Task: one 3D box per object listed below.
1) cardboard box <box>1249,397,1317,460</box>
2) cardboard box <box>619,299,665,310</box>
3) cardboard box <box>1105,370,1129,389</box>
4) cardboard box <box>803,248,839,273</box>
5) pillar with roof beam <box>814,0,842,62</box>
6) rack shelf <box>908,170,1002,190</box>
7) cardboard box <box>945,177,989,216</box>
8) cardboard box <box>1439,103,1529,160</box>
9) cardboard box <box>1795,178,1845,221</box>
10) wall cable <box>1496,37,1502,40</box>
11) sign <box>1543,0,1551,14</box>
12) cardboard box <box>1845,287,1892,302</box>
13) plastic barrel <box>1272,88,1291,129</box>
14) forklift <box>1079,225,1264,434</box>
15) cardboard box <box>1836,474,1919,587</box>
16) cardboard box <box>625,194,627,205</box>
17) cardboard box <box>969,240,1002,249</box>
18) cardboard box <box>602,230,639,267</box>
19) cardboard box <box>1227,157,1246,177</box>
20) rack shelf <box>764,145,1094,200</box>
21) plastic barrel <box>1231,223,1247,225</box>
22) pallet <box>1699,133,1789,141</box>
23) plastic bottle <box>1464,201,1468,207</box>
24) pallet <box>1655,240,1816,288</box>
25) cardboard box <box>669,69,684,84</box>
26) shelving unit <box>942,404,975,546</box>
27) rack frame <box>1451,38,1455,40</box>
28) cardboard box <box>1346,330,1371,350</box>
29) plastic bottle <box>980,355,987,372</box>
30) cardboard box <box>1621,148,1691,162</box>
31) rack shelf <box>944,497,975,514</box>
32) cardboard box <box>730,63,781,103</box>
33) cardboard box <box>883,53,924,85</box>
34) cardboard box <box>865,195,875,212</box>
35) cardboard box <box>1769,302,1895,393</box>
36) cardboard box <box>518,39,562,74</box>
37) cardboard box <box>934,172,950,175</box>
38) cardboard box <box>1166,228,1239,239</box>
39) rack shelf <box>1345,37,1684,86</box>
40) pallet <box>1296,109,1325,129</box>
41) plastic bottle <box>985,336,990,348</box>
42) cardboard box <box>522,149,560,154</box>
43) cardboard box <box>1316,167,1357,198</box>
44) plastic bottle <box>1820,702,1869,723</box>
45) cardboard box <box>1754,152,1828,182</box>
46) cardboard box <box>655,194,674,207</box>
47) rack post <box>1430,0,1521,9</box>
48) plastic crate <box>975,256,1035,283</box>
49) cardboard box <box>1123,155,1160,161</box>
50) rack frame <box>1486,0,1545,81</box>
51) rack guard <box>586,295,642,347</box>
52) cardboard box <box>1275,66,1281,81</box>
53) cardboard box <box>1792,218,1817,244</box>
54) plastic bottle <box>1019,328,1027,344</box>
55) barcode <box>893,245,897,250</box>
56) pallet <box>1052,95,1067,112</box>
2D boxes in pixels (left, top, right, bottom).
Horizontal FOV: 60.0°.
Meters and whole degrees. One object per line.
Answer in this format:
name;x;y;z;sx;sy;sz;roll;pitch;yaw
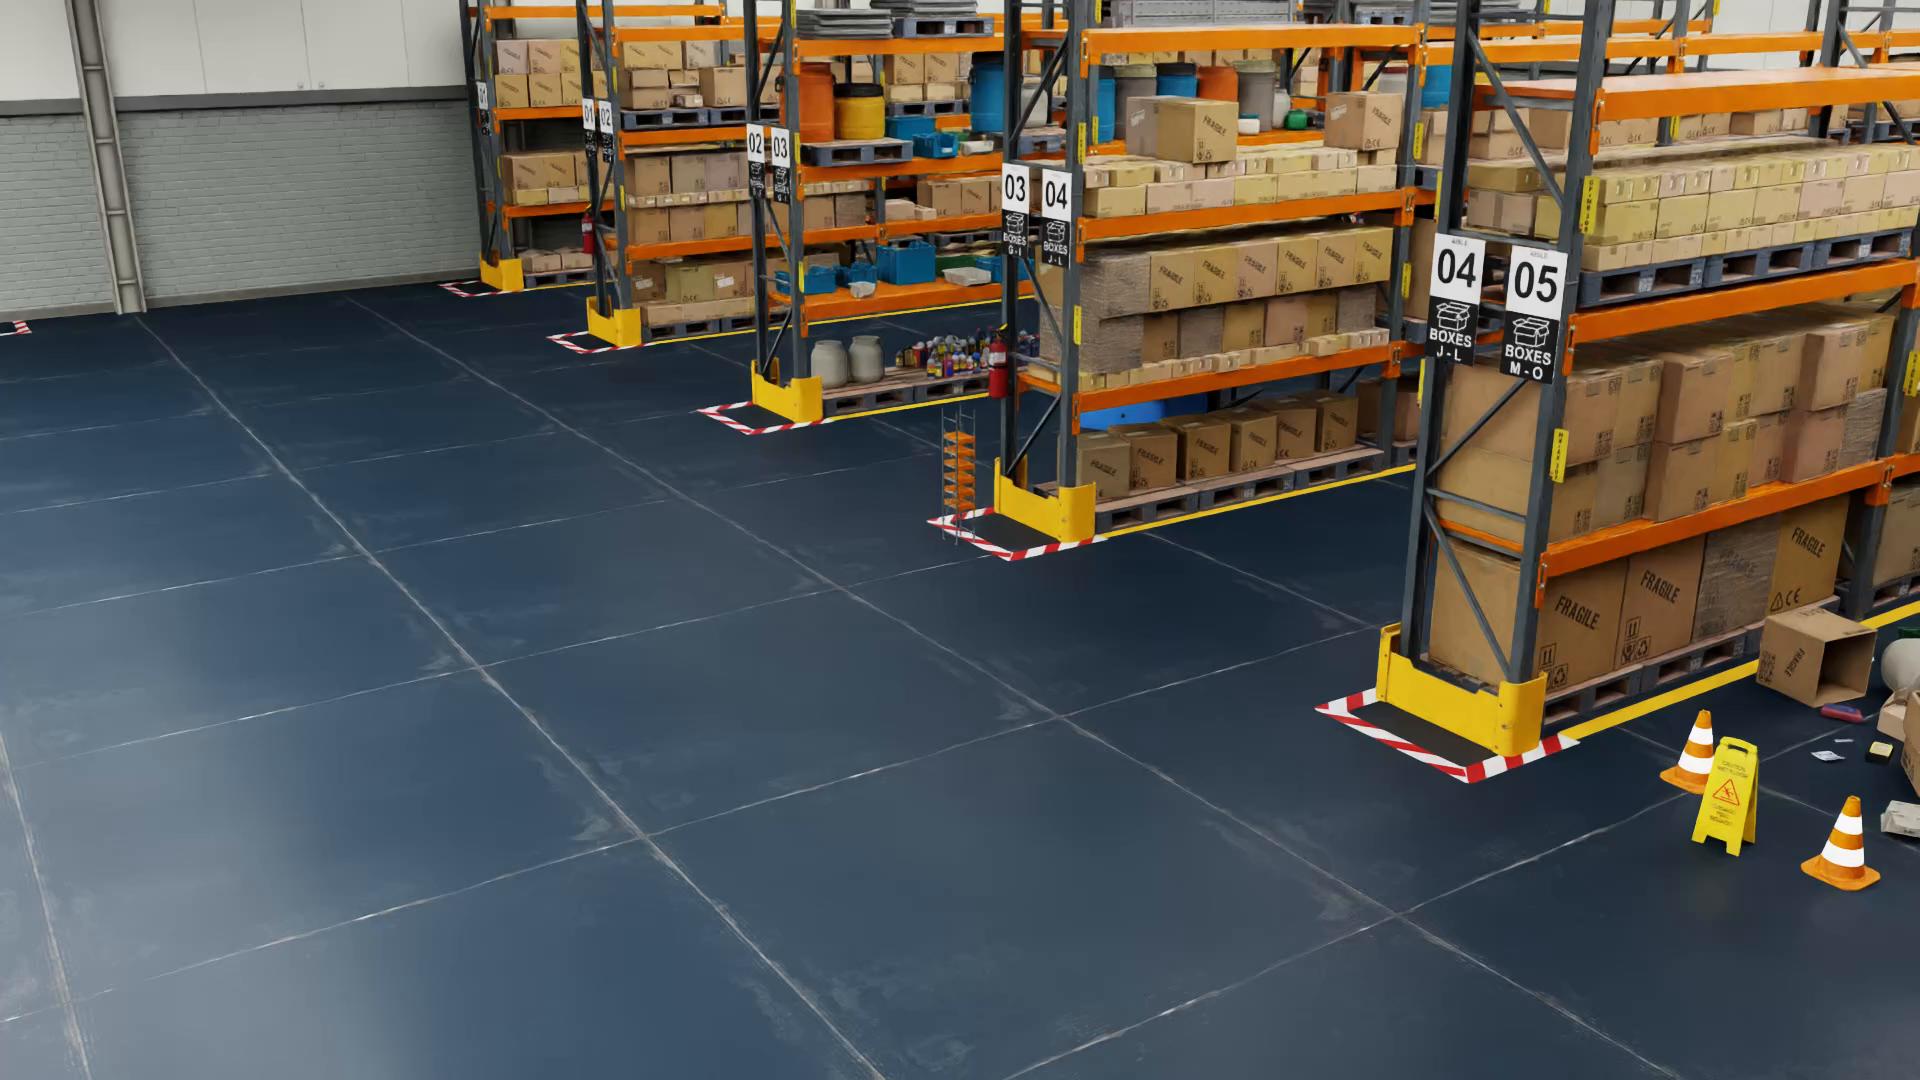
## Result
cardboard box;3.207;-1.116;16.611;0.500;0.500;0.500;-5;19;-14
cardboard box;-4.463;-3.280;23.401;0.500;0.250;0.500;-12;22;-31
cardboard box;1.285;-1.466;14.790;0.250;0.149;0.380;-12;22;-31
cardboard box;-2.099;-3.941;24.186;0.500;0.500;0.500;-12;22;-31
pillar with roof beam;0.011;-8.637;26.240;0.400;9.000;9.100;-12;22;-31
rack shelf;0.875;-6.955;31.757;4.000;0.370;1.077;-12;22;-31
cardboard box;0.101;-5.274;25.505;0.500;0.500;0.500;-12;22;-31
cardboard box;5.271;-4.156;16.853;0.637;0.503;0.797;-11;22;-29
cardboard box;5.569;-2.325;11.213;0.500;0.250;0.500;-12;22;-32
wall cable;10.807;-10.624;36.969;0.112;2.526;3.097;-12;22;-31
sign;8.295;-7.594;23.482;0.005;0.325;0.100;-12;22;-31
cardboard box;11.314;-2.961;21.481;0.875;0.875;0.875;-12;22;-31
plastic barrel;4.226;-5.795;22.344;0.421;0.512;0.421;0;19;0
forklift;2.429;-2.595;17.845;1.130;2.935;3.031;12;22;31
cardboard box;7.150;-0.186;13.470;0.750;0.750;1.050;-12;22;-32
cardboard box;-4.534;-4.683;22.745;0.250;0.149;0.380;-12;22;-32
cardboard box;0.472;-4.584;26.381;0.500;0.311;0.500;-13;22;-33
cardboard box;-5.733;-4.873;27.691;0.500;0.500;0.700;-14;23;-35
cardboard box;2.341;-3.362;14.933;0.250;0.149;0.380;-12;22;-32
rack shelf;-0.357;-4.317;19.271;4.000;0.370;1.077;-12;22;-31
plastic barrel;3.560;-4.034;21.820;0.421;0.512;0.421;0;19;0
pallet;8.819;-4.626;19.355;1.213;0.211;1.003;-11;21;-29
plastic bottle;7.327;-4.764;24.230;0.185;0.351;0.144;-12;22;-31
pallet;4.974;-1.944;11.266;1.213;0.211;1.003;-12;22;-31
cardboard box;-4.851;-7.476;27.304;0.500;0.500;0.500;-14;23;-36
shelving unit;-0.012;-0.566;14.545;0.189;1.200;0.258;-12;22;-31
rack frame;8.614;-9.870;29.890;0.127;3.000;1.000;-12;22;-31
cardboard box;3.805;-1.987;16.332;0.250;0.149;0.380;-12;22;-31
plastic bottle;0.282;-2.135;20.059;0.097;0.201;0.097;0;19;0
cardboard box;4.708;-2.560;11.286;0.250;0.149;0.380;-12;22;-31
rack shelf;-0.012;-0.296;14.636;0.180;0.103;0.258;-12;22;-31
cardboard box;-2.853;-6.394;23.254;0.637;0.503;0.797;-9;21;-25
cardboard box;-0.871;-6.917;24.245;0.500;0.500;0.500;-12;22;-31
cardboard box;-1.878;-6.099;30.146;0.500;0.250;0.500;-11;22;-30
cardboard box;6.354;-1.447;12.420;0.550;0.550;0.875;-12;22;-31
cardboard box;-6.574;-7.564;26.002;0.500;0.500;0.500;-12;22;-32
cardboard box;-0.393;-6.830;30.625;0.250;0.149;0.380;-12;22;-32
cardboard box;2.275;-2.648;15.711;0.500;0.500;0.500;-12;22;-31
rack shelf;5.707;-4.928;17.020;4.000;0.370;1.077;-12;22;-31
pallet;5.346;-5.734;22.633;1.213;0.211;1.003;-12;22;-31
plastic bottle;0.356;-2.416;20.781;0.097;0.271;0.097;0;19;0
cardboard box;-6.774;-6.054;27.001;0.500;0.500;0.500;-12;22;-31
cardboard box;3.358;-3.375;15.595;0.500;0.250;0.500;-11;22;-30
plastic bottle;5.960;1.170;11.189;0.283;0.061;0.133;13;23;34
cardboard box;5.496;-2.474;11.031;0.250;0.149;0.380;-12;22;-32
cardboard box;-4.084;-4.624;22.569;0.250;0.149;0.380;-13;22;-33
rack post;7.274;-7.664;23.483;0.954;0.300;0.937;-12;22;-32
plastic crate;0.538;-3.251;19.910;0.616;0.251;0.499;-12;22;-31
cardboard box;1.678;-3.384;14.998;0.250;0.149;0.380;-12;22;-31
rack frame;7.994;-7.840;23.885;0.127;3.000;1.000;-12;22;-31
rack guard;-4.769;-3.022;22.903;0.348;0.500;1.175;-12;22;-31
cardboard box;5.530;-8.069;28.699;0.500;0.250;0.500;-12;22;-31
cardboard box;5.489;-2.094;11.151;0.250;0.149;0.380;-12;22;-32
plastic bottle;0.806;-2.566;21.225;0.097;0.271;0.097;0;19;0
barcode;-0.966;-4.327;24.578;0.075;0.075;0.001;-12;22;-31
pallet;1.415;-6.807;25.808;1.003;0.211;1.213;-11;21;-29
